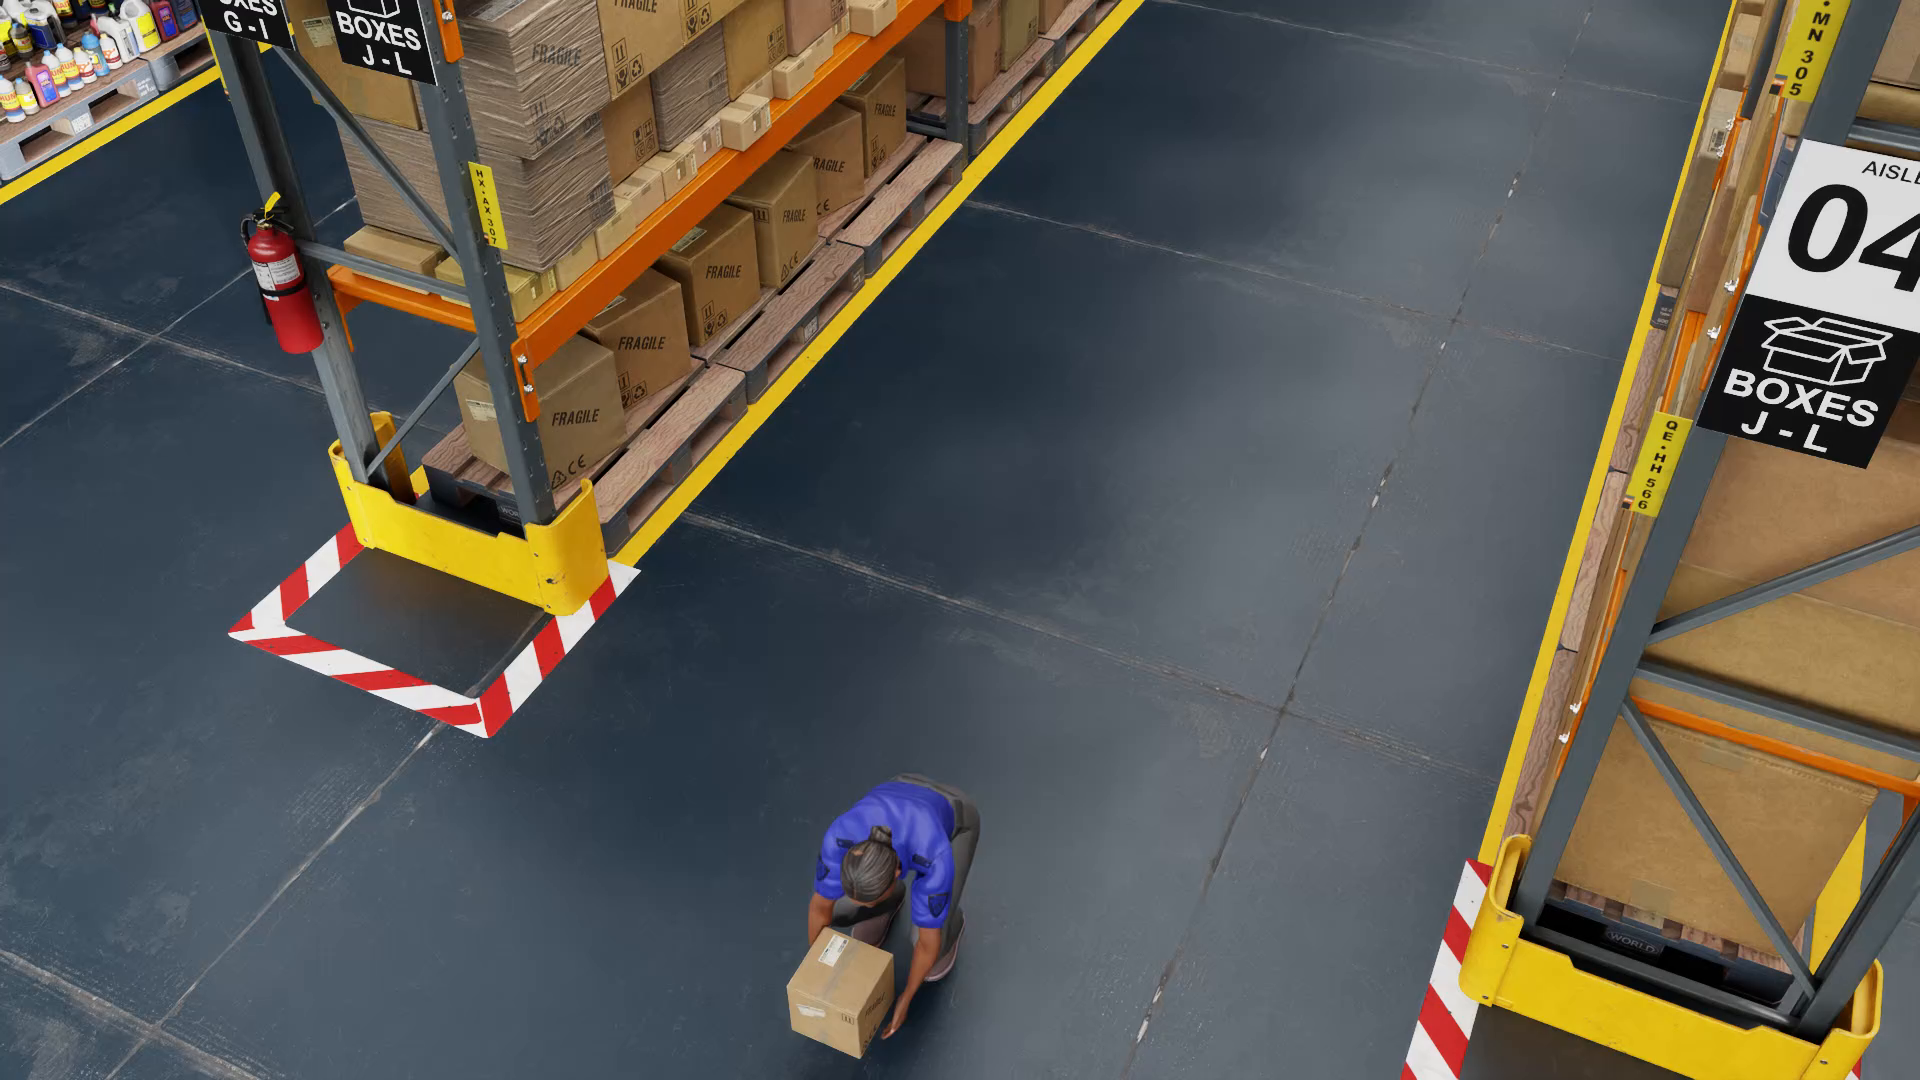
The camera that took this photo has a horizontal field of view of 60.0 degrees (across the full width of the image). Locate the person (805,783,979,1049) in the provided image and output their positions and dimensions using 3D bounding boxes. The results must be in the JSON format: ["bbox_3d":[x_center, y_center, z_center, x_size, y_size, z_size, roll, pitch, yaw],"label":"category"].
[{"bbox_3d":[-0.213,1.137,5.455,0.485,0.937,0.818,17,45,18],"label":"person"}]
